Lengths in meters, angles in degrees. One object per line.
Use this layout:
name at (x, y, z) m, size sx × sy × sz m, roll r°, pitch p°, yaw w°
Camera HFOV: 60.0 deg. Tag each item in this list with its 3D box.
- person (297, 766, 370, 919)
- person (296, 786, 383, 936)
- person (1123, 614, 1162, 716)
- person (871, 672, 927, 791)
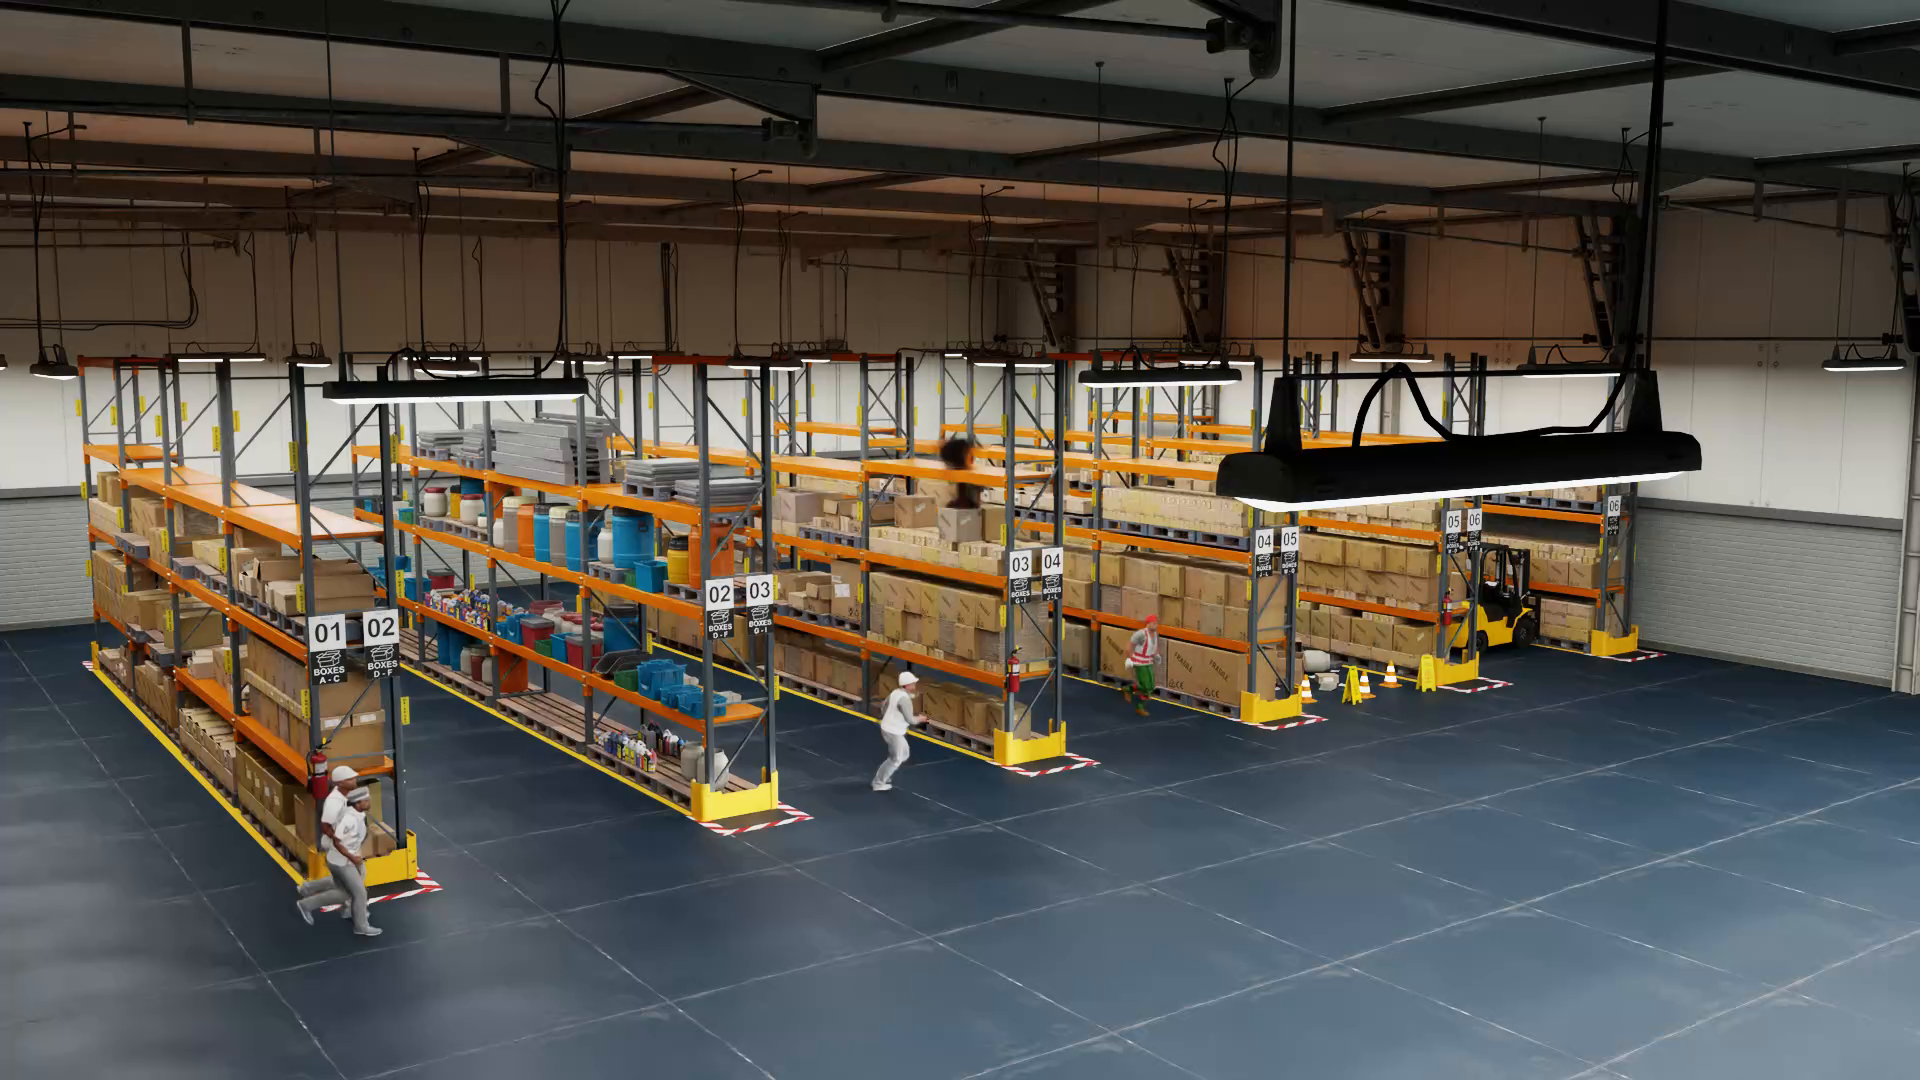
person at (-6.819, 3.296, 18.114) m, size 0.757 × 1.707 × 0.682 m, roll 0°, pitch 7°, yaw -1°
person at (-6.581, 3.416, 17.548) m, size 0.838 × 1.641 × 0.544 m, roll -1°, pitch 7°, yaw -6°
person at (3.068, 2.085, 28.080) m, size 0.693 × 1.717 × 0.651 m, roll 6°, pitch 9°, yaw 39°
person at (-0.859, 2.674, 23.381) m, size 0.817 × 1.666 × 0.654 m, roll -2°, pitch 7°, yaw -16°
